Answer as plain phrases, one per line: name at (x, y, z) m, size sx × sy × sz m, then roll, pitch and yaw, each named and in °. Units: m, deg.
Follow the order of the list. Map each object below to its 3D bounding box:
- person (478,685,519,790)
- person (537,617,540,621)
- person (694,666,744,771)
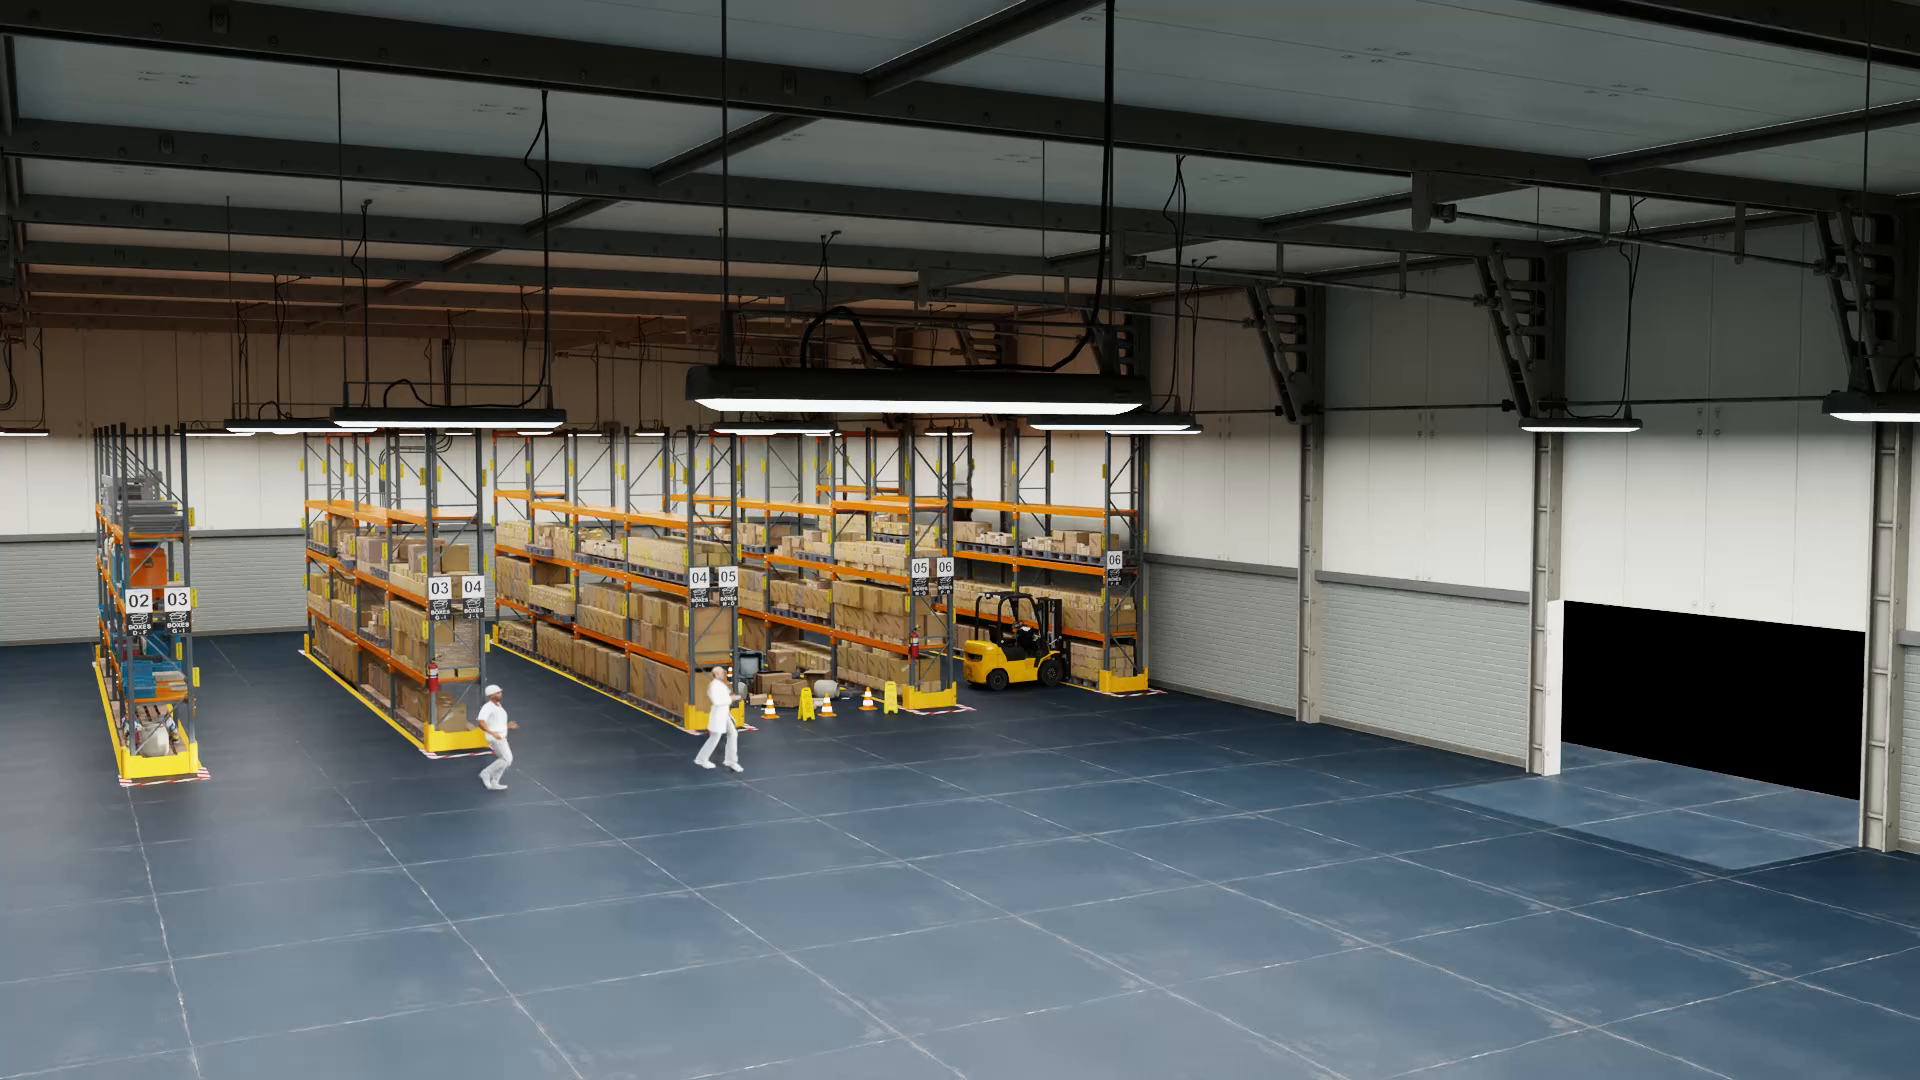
person at (-7.516, 3.215, 27.082) m, size 0.590 × 1.719 × 0.693 m, roll 0°, pitch 3°, yaw -3°
person at (-12.336, 1.964, 48.588) m, size 0.840 × 1.613 × 0.804 m, roll 2°, pitch 4°, yaw 28°
person at (-4.163, 3.093, 28.641) m, size 0.842 × 1.838 × 0.692 m, roll 1°, pitch 3°, yaw 9°
